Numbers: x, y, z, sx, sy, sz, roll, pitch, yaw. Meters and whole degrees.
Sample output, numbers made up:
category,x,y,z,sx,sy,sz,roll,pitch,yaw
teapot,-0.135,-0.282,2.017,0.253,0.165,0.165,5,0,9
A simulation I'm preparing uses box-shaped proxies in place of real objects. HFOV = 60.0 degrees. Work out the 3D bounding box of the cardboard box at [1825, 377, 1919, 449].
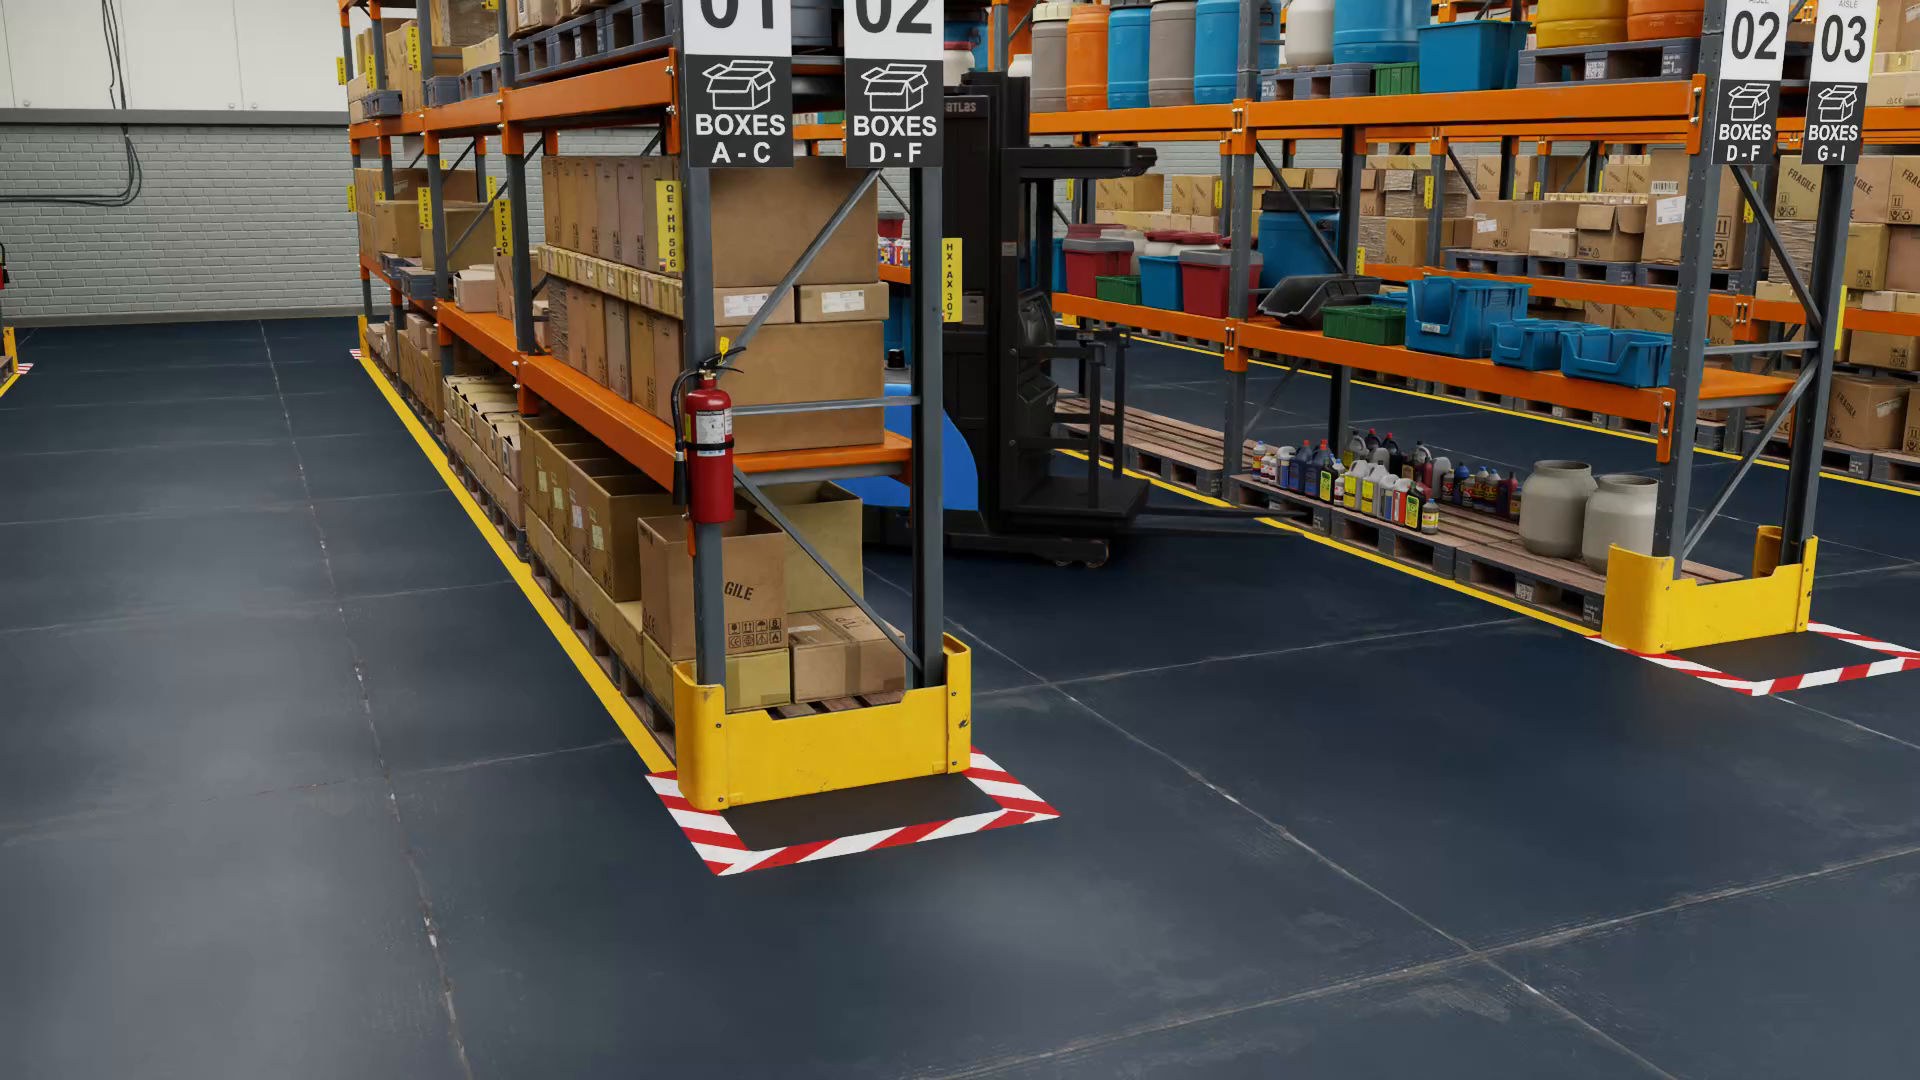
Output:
category,x,y,z,sx,sy,sz,roll,pitch,yaw
cardboard box,7.286,-1.014,13.210,0.500,0.500,0.500,-1,13,-5

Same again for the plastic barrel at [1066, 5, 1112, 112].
category,x,y,z,sx,sy,sz,roll,pitch,yaw
plastic barrel,1.177,-3.956,13.706,0.600,0.830,0.708,-6,14,-23

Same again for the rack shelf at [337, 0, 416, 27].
category,x,y,z,sx,sy,sz,roll,pitch,yaw
rack shelf,-6.158,-5.974,18.326,1.077,0.370,4.000,-6,14,-23

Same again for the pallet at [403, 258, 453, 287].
category,x,y,z,sx,sy,sz,roll,pitch,yaw
pallet,-4.538,-2.471,15.320,1.003,0.211,1.213,-6,14,-23

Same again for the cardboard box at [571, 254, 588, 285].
category,x,y,z,sx,sy,sz,roll,pitch,yaw
cardboard box,-1.812,-1.418,8.683,0.380,0.149,0.250,-6,14,-25

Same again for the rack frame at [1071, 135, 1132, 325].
category,x,y,z,sx,sy,sz,roll,pitch,yaw
rack frame,2.119,-4.710,24.569,1.000,3.000,0.127,-6,14,-23

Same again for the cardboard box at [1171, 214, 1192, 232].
category,x,y,z,sx,sy,sz,roll,pitch,yaw
cardboard box,3.094,-4.130,21.734,0.500,0.250,0.500,-5,14,-21

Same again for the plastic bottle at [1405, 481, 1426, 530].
category,x,y,z,sx,sy,sz,roll,pitch,yaw
plastic bottle,2.789,-0.210,10.175,0.061,0.283,0.133,-5,14,-22

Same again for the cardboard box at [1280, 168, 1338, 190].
category,x,y,z,sx,sy,sz,roll,pitch,yaw
cardboard box,4.249,-4.147,19.689,0.797,0.503,0.637,-5,14,-22

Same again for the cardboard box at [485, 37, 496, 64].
category,x,y,z,sx,sy,sz,roll,pitch,yaw
cardboard box,-3.076,-3.442,11.837,0.500,0.250,0.500,-6,14,-24

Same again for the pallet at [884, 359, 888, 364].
category,x,y,z,sx,sy,sz,roll,pitch,yaw
pallet,-0.546,-1.915,18.674,1.003,0.211,1.213,-6,14,-23

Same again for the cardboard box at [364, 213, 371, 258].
category,x,y,z,sx,sy,sz,roll,pitch,yaw
cardboard box,-6.613,-3.539,19.288,0.500,0.500,0.500,-6,14,-23

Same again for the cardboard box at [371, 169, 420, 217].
category,x,y,z,sx,sy,sz,roll,pitch,yaw
cardboard box,-6.005,-3.712,17.818,0.500,0.500,0.500,-6,14,-24

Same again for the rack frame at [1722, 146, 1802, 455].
category,x,y,z,sx,sy,sz,roll,pitch,yaw
rack frame,6.926,-2.231,13.857,1.000,3.000,0.127,-6,14,-23

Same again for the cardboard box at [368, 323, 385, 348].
category,x,y,z,sx,sy,sz,roll,pitch,yaw
cardboard box,-6.801,-2.450,19.924,0.500,0.250,0.500,-6,14,-23

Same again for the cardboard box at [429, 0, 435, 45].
category,x,y,z,sx,sy,sz,roll,pitch,yaw
cardboard box,-4.332,-4.462,14.405,0.500,0.500,0.500,-6,14,-23

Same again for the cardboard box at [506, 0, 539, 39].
category,x,y,z,sx,sy,sz,roll,pitch,yaw
cardboard box,-2.192,-2.992,9.029,0.500,0.500,0.500,-4,14,-18

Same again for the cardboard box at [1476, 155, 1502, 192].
category,x,y,z,sx,sy,sz,roll,pitch,yaw
cardboard box,7.658,-5.171,23.459,0.500,0.500,0.500,-6,14,-25

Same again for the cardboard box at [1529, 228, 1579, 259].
category,x,y,z,sx,sy,sz,roll,pitch,yaw
cardboard box,5.784,-2.822,15.811,0.500,0.250,0.500,-6,14,-25

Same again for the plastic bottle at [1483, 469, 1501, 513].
category,x,y,z,sx,sy,sz,roll,pitch,yaw
plastic bottle,3.412,-0.316,10.657,0.097,0.271,0.097,0,13,0

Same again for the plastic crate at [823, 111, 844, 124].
category,x,y,z,sx,sy,sz,roll,pitch,yaw
plastic crate,-1.264,-4.855,19.011,0.450,0.188,0.662,-6,14,-23

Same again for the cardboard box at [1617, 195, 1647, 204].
category,x,y,z,sx,sy,sz,roll,pitch,yaw
cardboard box,8.562,-4.293,21.072,0.380,0.149,0.250,-5,14,-21

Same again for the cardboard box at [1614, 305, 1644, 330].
category,x,y,z,sx,sy,sz,roll,pitch,yaw
cardboard box,8.795,-2.905,21.381,0.500,0.500,0.500,-5,14,-22

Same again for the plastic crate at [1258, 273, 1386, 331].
category,x,y,z,sx,sy,sz,roll,pitch,yaw
plastic crate,2.481,-1.634,11.414,0.767,0.338,0.504,-6,14,-23

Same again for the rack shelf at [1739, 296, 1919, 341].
category,x,y,z,sx,sy,sz,roll,pitch,yaw
rack shelf,7.727,-1.467,12.152,1.077,0.370,4.000,-6,14,-23

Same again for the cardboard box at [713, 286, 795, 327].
category,x,y,z,sx,sy,sz,roll,pitch,yaw
cardboard box,-0.878,-0.937,6.605,0.380,0.149,0.250,-6,14,-24

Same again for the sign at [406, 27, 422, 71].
category,x,y,z,sx,sy,sz,roll,pitch,yaw
sign,-4.253,-3.828,12.958,0.100,0.325,0.005,-6,14,-23

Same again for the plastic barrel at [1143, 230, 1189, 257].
category,x,y,z,sx,sy,sz,roll,pitch,yaw
plastic barrel,1.738,-2.308,13.889,0.433,0.535,0.433,0,13,0

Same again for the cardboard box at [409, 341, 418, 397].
category,x,y,z,sx,sy,sz,roll,pitch,yaw
cardboard box,-4.969,-1.651,15.920,0.500,0.500,0.500,-5,14,-22

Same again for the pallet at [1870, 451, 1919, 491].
category,x,y,z,sx,sy,sz,roll,pitch,yaw
pallet,7.720,-0.484,12.495,1.003,0.211,1.213,-6,14,-23

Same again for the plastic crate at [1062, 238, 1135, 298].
category,x,y,z,sx,sy,sz,roll,pitch,yaw
plastic crate,1.152,-2.280,13.925,0.402,0.464,0.583,-6,14,-23

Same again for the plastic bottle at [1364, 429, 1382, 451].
category,x,y,z,sx,sy,sz,roll,pitch,yaw
plastic bottle,2.910,-0.600,11.710,0.144,0.351,0.185,-6,14,-24

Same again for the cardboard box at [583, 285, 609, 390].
category,x,y,z,sx,sy,sz,roll,pitch,yaw
cardboard box,-1.554,-1.082,8.671,0.700,0.500,0.500,-5,14,-22

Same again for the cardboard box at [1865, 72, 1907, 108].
category,x,y,z,sx,sy,sz,roll,pitch,yaw
cardboard box,7.088,-3.394,12.563,0.500,0.250,0.500,-6,14,-23

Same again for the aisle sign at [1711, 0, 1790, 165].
category,x,y,z,sx,sy,sz,roll,pitch,yaw
aisle sign,3.747,-2.182,7.880,0.394,0.787,0.004,-6,14,-23

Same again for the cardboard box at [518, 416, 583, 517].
category,x,y,z,sx,sy,sz,roll,pitch,yaw
cardboard box,-2.254,-0.443,9.636,0.500,0.500,0.500,-6,14,-23

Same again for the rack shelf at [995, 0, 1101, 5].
category,x,y,z,sx,sy,sz,roll,pitch,yaw
rack shelf,1.586,-4.574,13.159,1.077,0.370,4.000,-6,14,-23

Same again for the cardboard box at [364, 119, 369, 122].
category,x,y,z,sx,sy,sz,roll,pitch,yaw
cardboard box,-6.194,-4.661,18.038,0.500,0.250,0.500,-6,14,-23

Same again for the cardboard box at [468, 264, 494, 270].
category,x,y,z,sx,sy,sz,roll,pitch,yaw
cardboard box,-3.649,-2.041,13.233,0.500,0.311,0.500,-5,14,-19

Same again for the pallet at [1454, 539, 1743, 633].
category,x,y,z,sx,sy,sz,roll,pitch,yaw
pallet,3.596,0.222,9.444,1.003,0.211,1.213,-6,14,-23

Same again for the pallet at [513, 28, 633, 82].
category,x,y,z,sx,sy,sz,roll,pitch,yaw
pallet,-1.787,-2.581,8.914,1.003,0.211,1.213,-6,14,-23

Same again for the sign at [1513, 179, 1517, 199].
category,x,y,z,sx,sy,sz,roll,pitch,yaw
sign,5.817,-3.634,17.526,0.100,0.325,0.005,-6,14,-23

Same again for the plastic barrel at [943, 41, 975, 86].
category,x,y,z,sx,sy,sz,roll,pitch,yaw
plastic barrel,-0.063,-4.695,16.617,0.433,0.535,0.433,0,13,0

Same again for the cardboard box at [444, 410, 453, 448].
category,x,y,z,sx,sy,sz,roll,pitch,yaw
cardboard box,-3.814,-0.894,13.245,0.500,0.250,0.500,-6,14,-23

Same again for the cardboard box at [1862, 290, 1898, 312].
category,x,y,z,sx,sy,sz,roll,pitch,yaw
cardboard box,7.121,-1.829,12.676,0.380,0.149,0.250,-6,14,-23

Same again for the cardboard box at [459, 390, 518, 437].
category,x,y,z,sx,sy,sz,roll,pitch,yaw
cardboard box,-3.394,-0.953,12.260,0.500,0.311,0.500,-6,14,-24

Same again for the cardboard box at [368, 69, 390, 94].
category,x,y,z,sx,sy,sz,roll,pitch,yaw
cardboard box,-5.801,-4.698,17.086,0.500,0.250,0.500,-6,14,-23

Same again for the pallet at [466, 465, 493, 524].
category,x,y,z,sx,sy,sz,roll,pitch,yaw
pallet,-2.976,-0.380,12.041,1.003,0.211,1.213,-6,14,-23

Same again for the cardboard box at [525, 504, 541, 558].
category,x,y,z,sx,sy,sz,roll,pitch,yaw
cardboard box,-2.245,-0.079,9.724,0.500,0.250,0.500,-6,14,-23

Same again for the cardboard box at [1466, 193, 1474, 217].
category,x,y,z,sx,sy,sz,roll,pitch,yaw
cardboard box,7.449,-4.789,24.029,0.500,0.500,0.500,-6,14,-23

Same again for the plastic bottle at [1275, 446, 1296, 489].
category,x,y,z,sx,sy,sz,roll,pitch,yaw
plastic bottle,2.268,-0.501,11.448,0.152,0.276,0.135,-5,14,-21

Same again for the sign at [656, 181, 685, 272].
category,x,y,z,sx,sy,sz,roll,pitch,yaw
sign,-1.053,-1.144,6.067,0.100,0.325,0.005,-6,14,-23

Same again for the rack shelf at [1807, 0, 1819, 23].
category,x,y,z,sx,sy,sz,roll,pitch,yaw
rack shelf,10.710,-5.449,16.937,1.077,0.370,4.000,-6,14,-23

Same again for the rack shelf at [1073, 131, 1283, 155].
category,x,y,z,sx,sy,sz,roll,pitch,yaw
rack shelf,2.920,-5.408,22.526,1.077,0.370,4.000,-6,14,-23

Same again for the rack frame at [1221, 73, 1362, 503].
category,x,y,z,sx,sy,sz,roll,pitch,yaw
rack frame,2.388,-1.784,11.924,1.000,3.000,0.127,-6,14,-23

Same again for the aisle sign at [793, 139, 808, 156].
category,x,y,z,sx,sy,sz,roll,pitch,yaw
aisle sign,-2.180,-5.571,22.521,0.394,0.787,0.004,-6,14,-23

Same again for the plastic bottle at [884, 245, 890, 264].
category,x,y,z,sx,sy,sz,roll,pitch,yaw
plastic bottle,-0.774,-3.087,17.998,0.097,0.201,0.097,0,13,0

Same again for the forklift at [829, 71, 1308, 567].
category,x,y,z,sx,sy,sz,roll,pitch,yaw
forklift,0.671,-1.392,10.386,3.031,2.935,1.130,3,13,14
